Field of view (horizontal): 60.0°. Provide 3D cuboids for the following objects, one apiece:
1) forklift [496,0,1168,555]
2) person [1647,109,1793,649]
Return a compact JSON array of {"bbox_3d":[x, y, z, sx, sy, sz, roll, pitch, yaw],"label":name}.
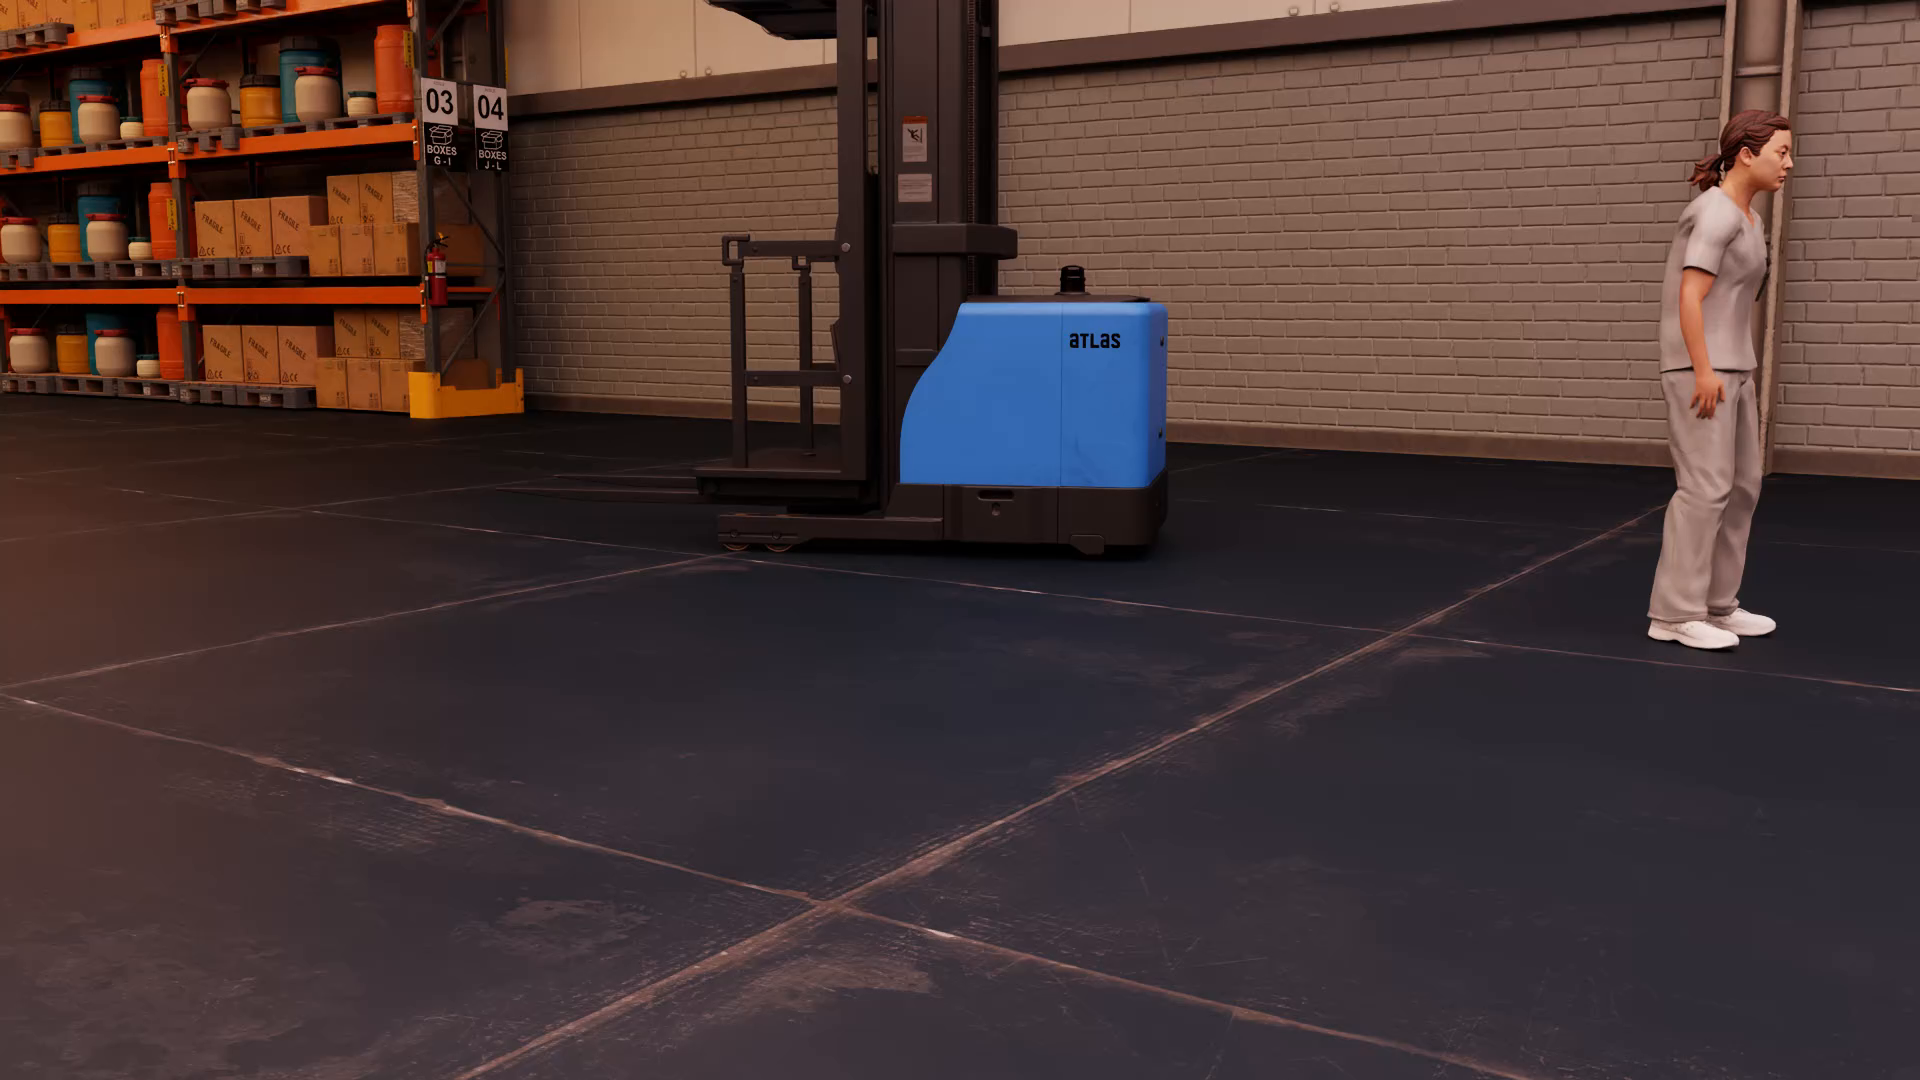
[{"bbox_3d":[-0.596,-1.469,7.520,3.031,2.935,1.130,2,8,12],"label":"forklift"},{"bbox_3d":[2.421,-0.515,5.293,0.365,1.671,0.504,7,11,41],"label":"person"}]
